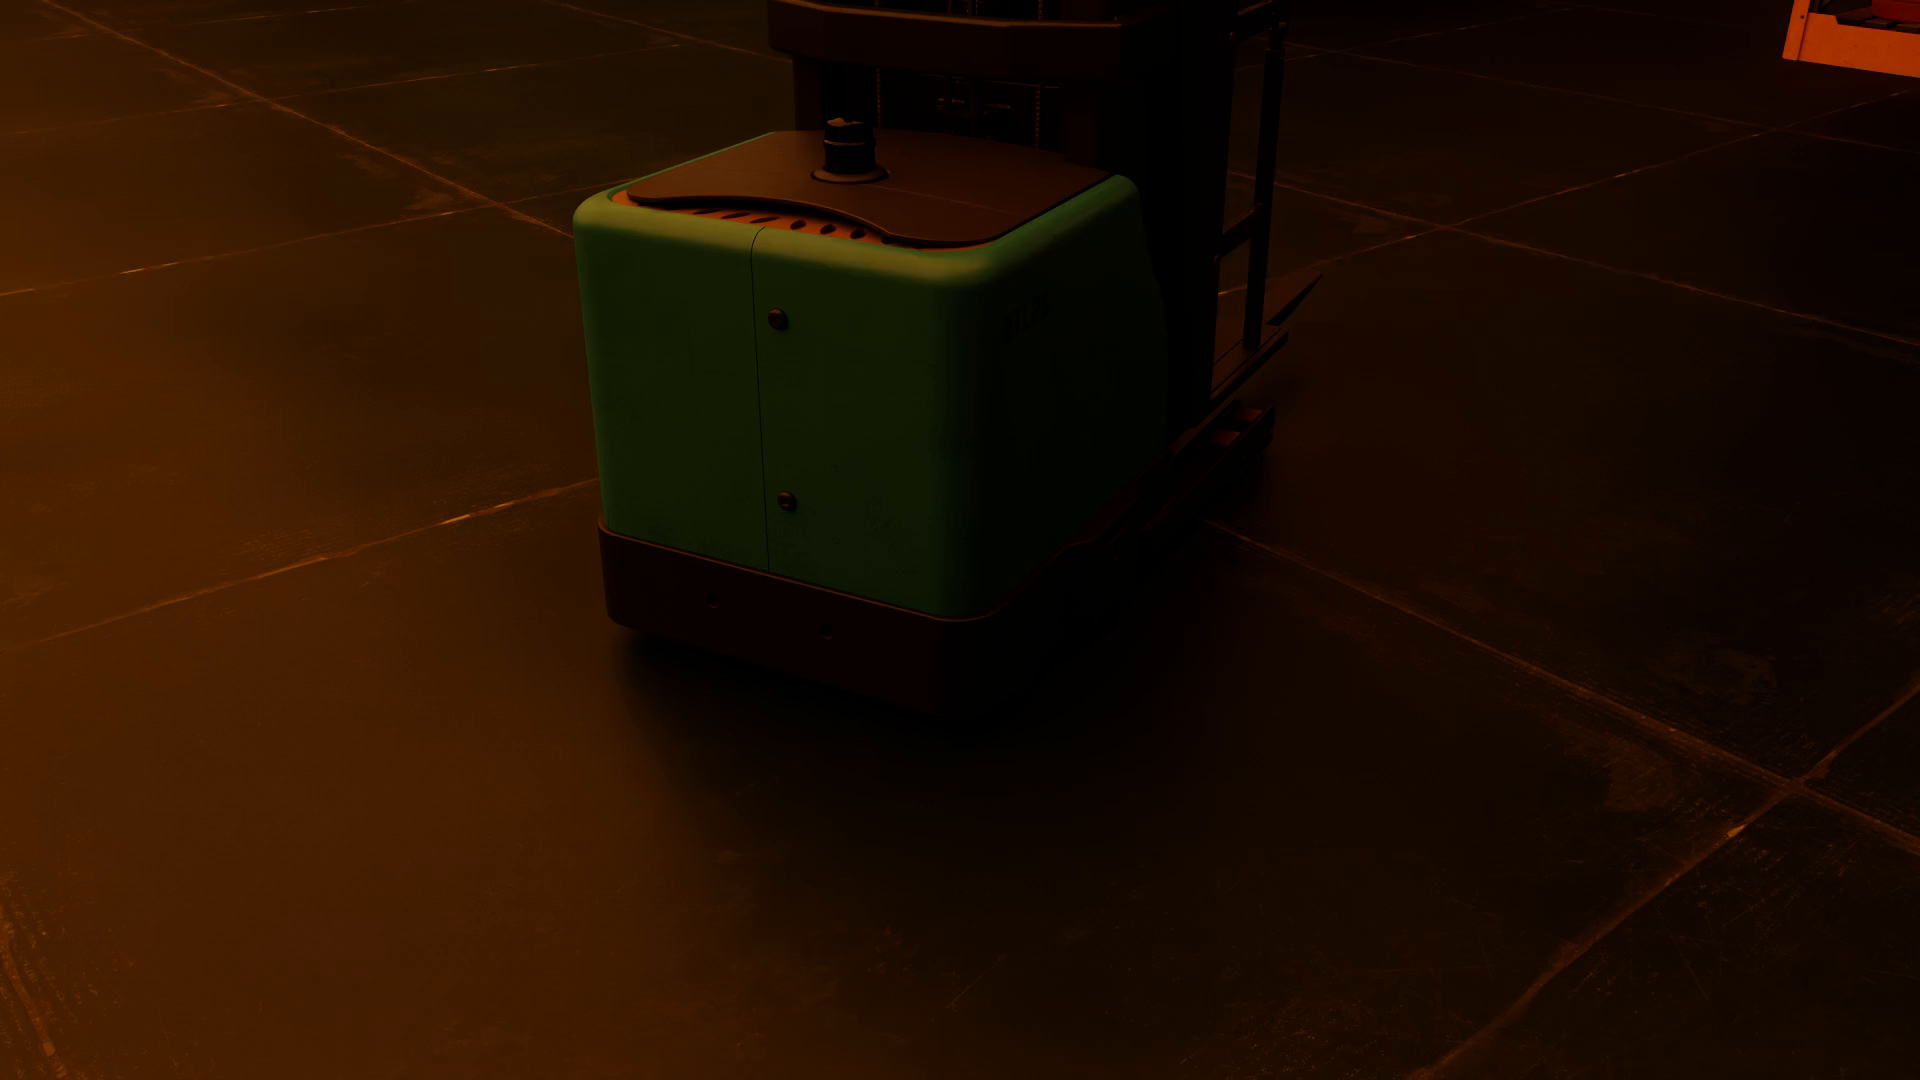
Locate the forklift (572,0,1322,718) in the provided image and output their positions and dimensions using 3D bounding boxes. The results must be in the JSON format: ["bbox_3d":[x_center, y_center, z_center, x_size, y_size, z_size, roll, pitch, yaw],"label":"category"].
[{"bbox_3d":[0.285,-1.552,4.331,1.130,2.935,3.031,13,29,25],"label":"forklift"}]
